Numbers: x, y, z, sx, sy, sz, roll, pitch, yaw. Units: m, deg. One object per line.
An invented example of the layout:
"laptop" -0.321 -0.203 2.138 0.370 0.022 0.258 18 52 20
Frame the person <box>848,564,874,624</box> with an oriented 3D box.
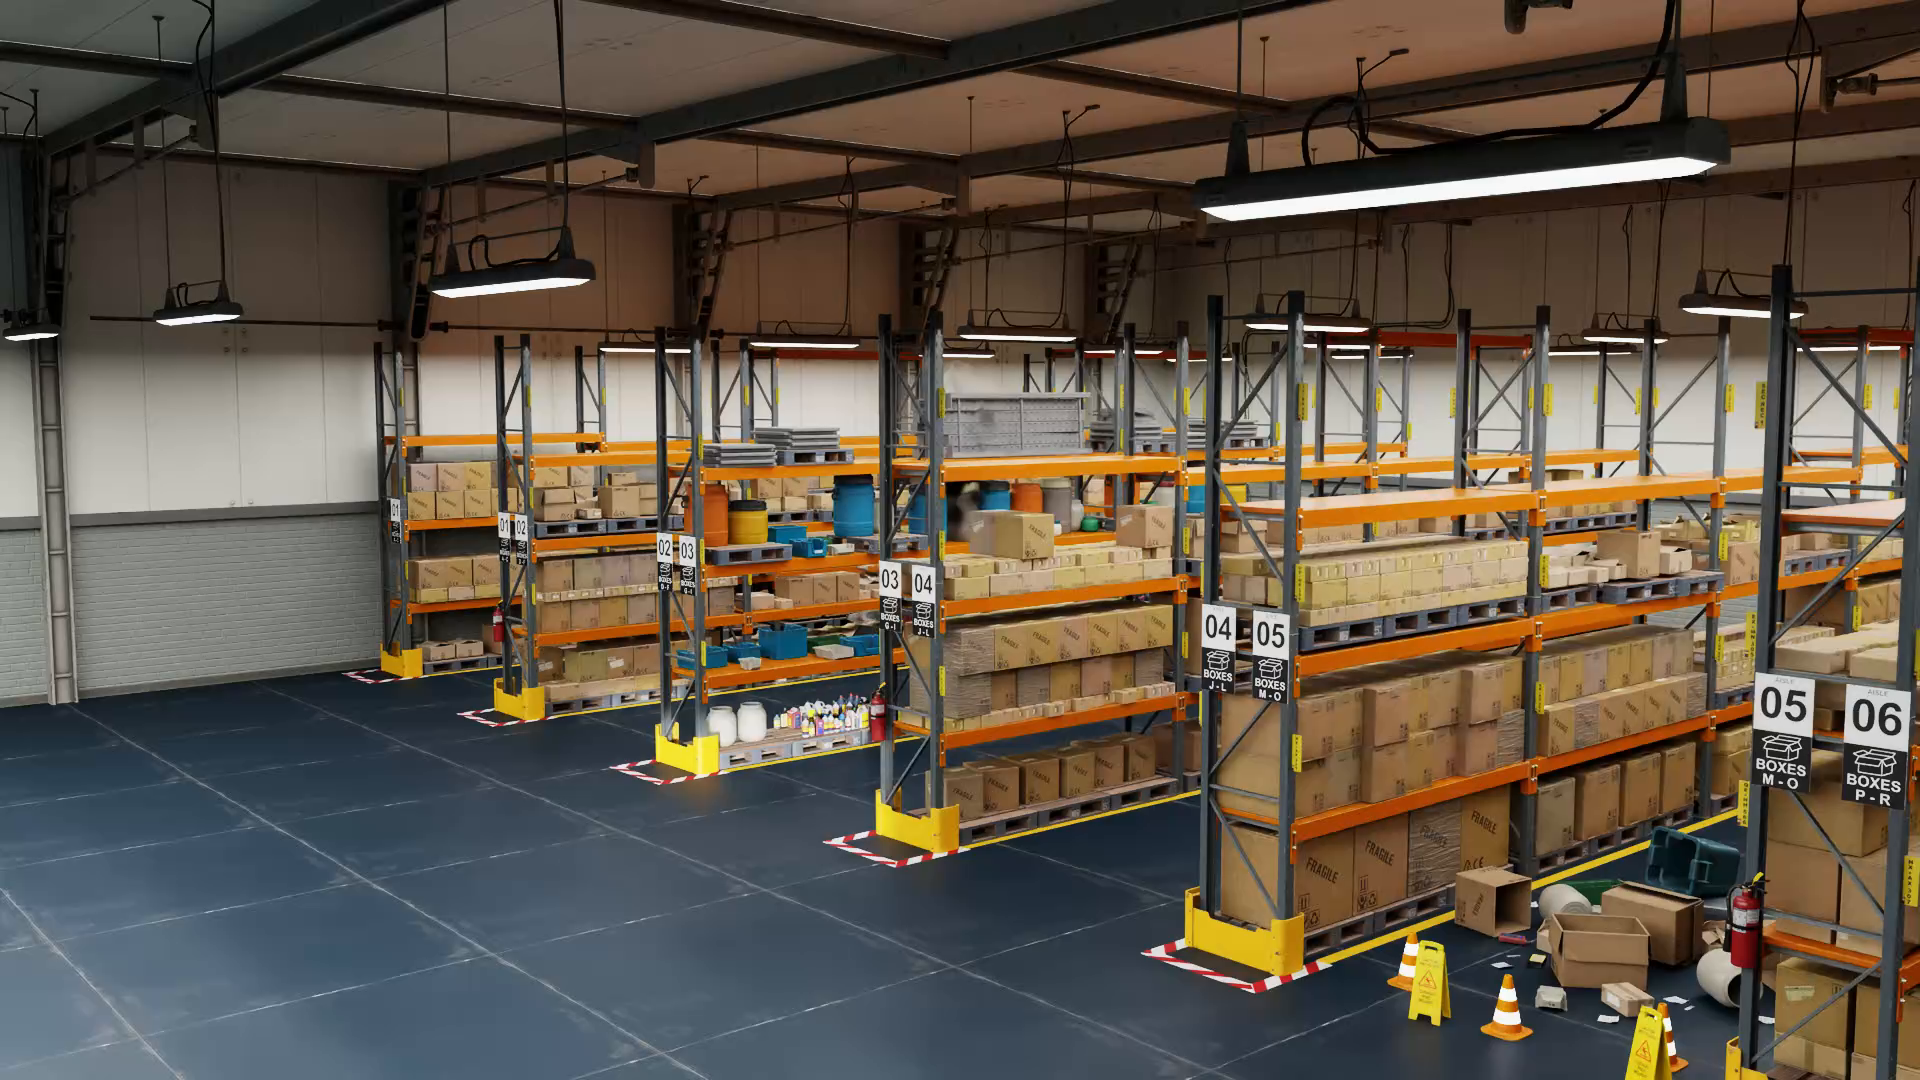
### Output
"person" -1.929 1.298 32.799 0.740 1.727 0.707 -4 7 -39
